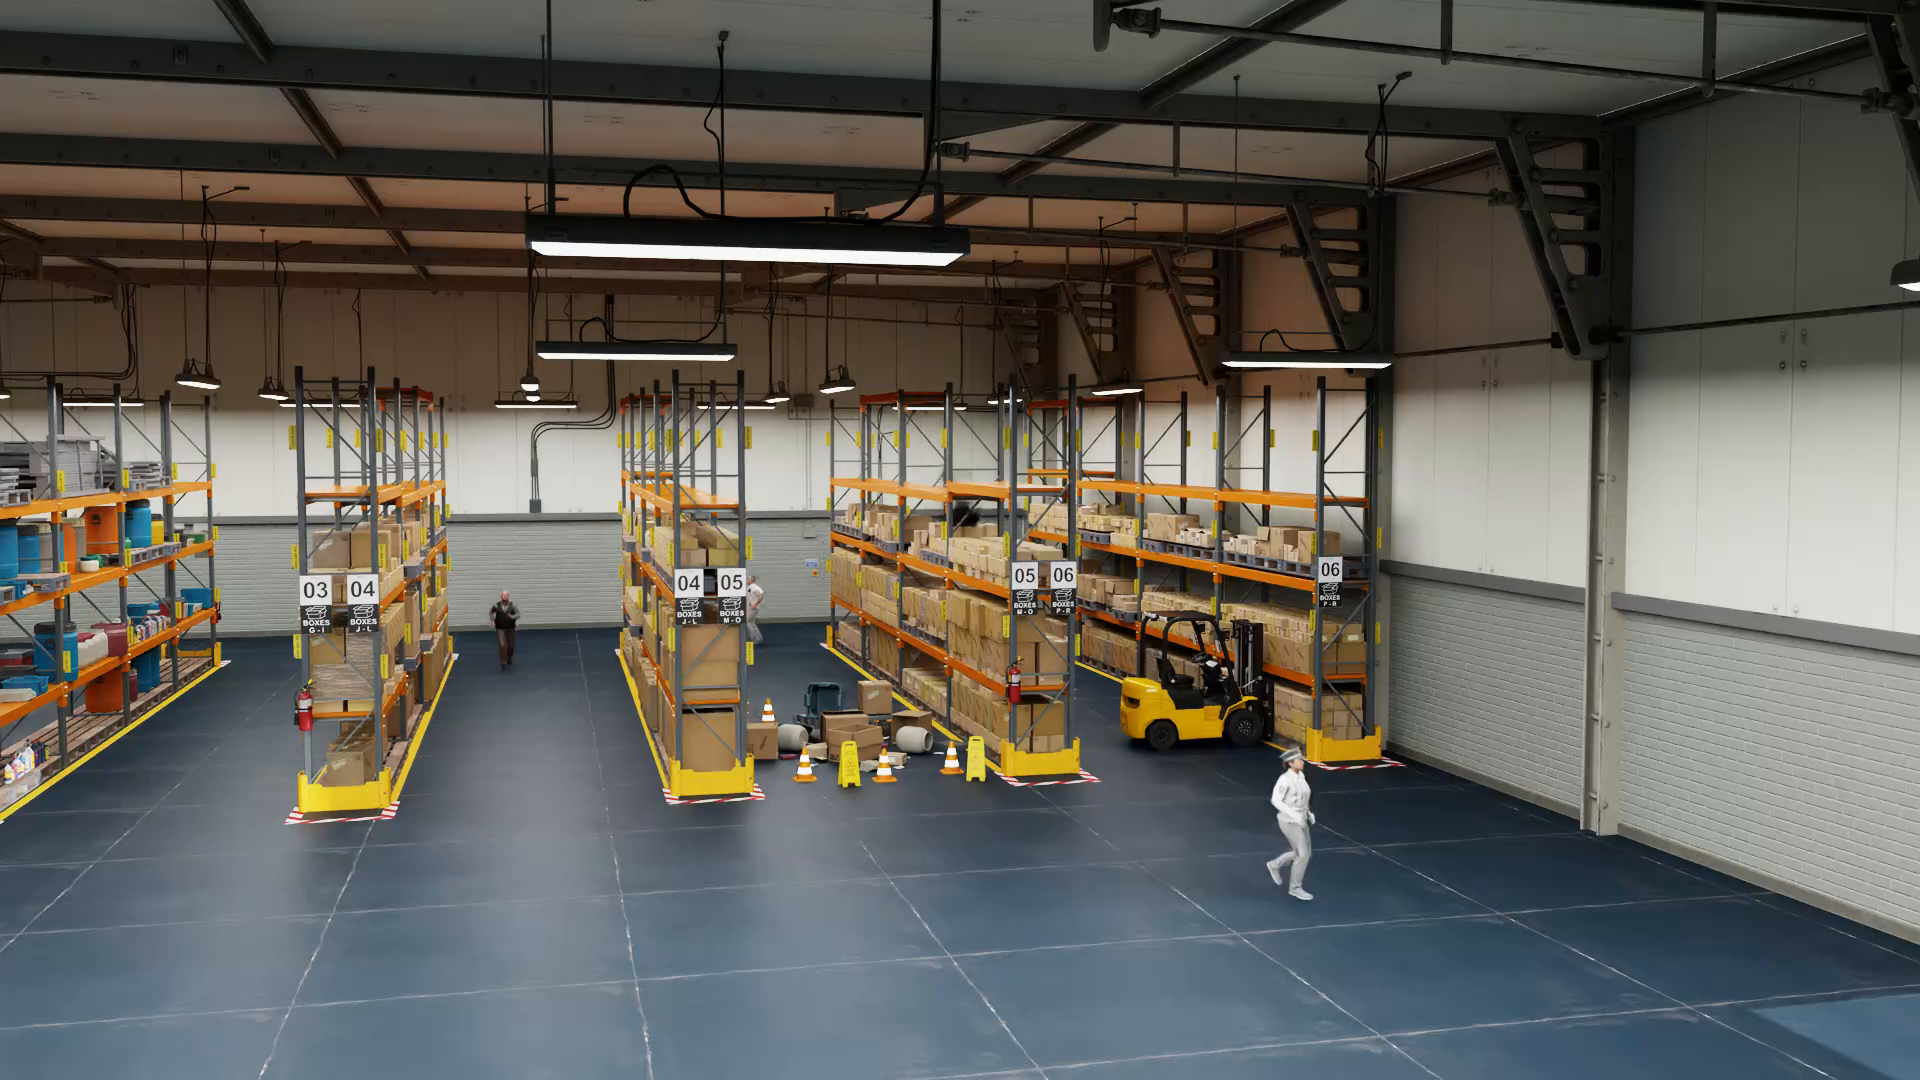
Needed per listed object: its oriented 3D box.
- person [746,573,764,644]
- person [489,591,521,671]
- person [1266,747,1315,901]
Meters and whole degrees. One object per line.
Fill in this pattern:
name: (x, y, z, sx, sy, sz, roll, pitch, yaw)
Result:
person: (-5.160, 1.702, 40.709, 0.705, 1.786, 0.630, -1, 4, -18)
person: (-9.933, 1.957, 36.327, 0.660, 1.702, 0.968, -1, 4, -19)
person: (3.608, 3.085, 18.234, 0.566, 1.673, 0.628, 2, 4, 35)
